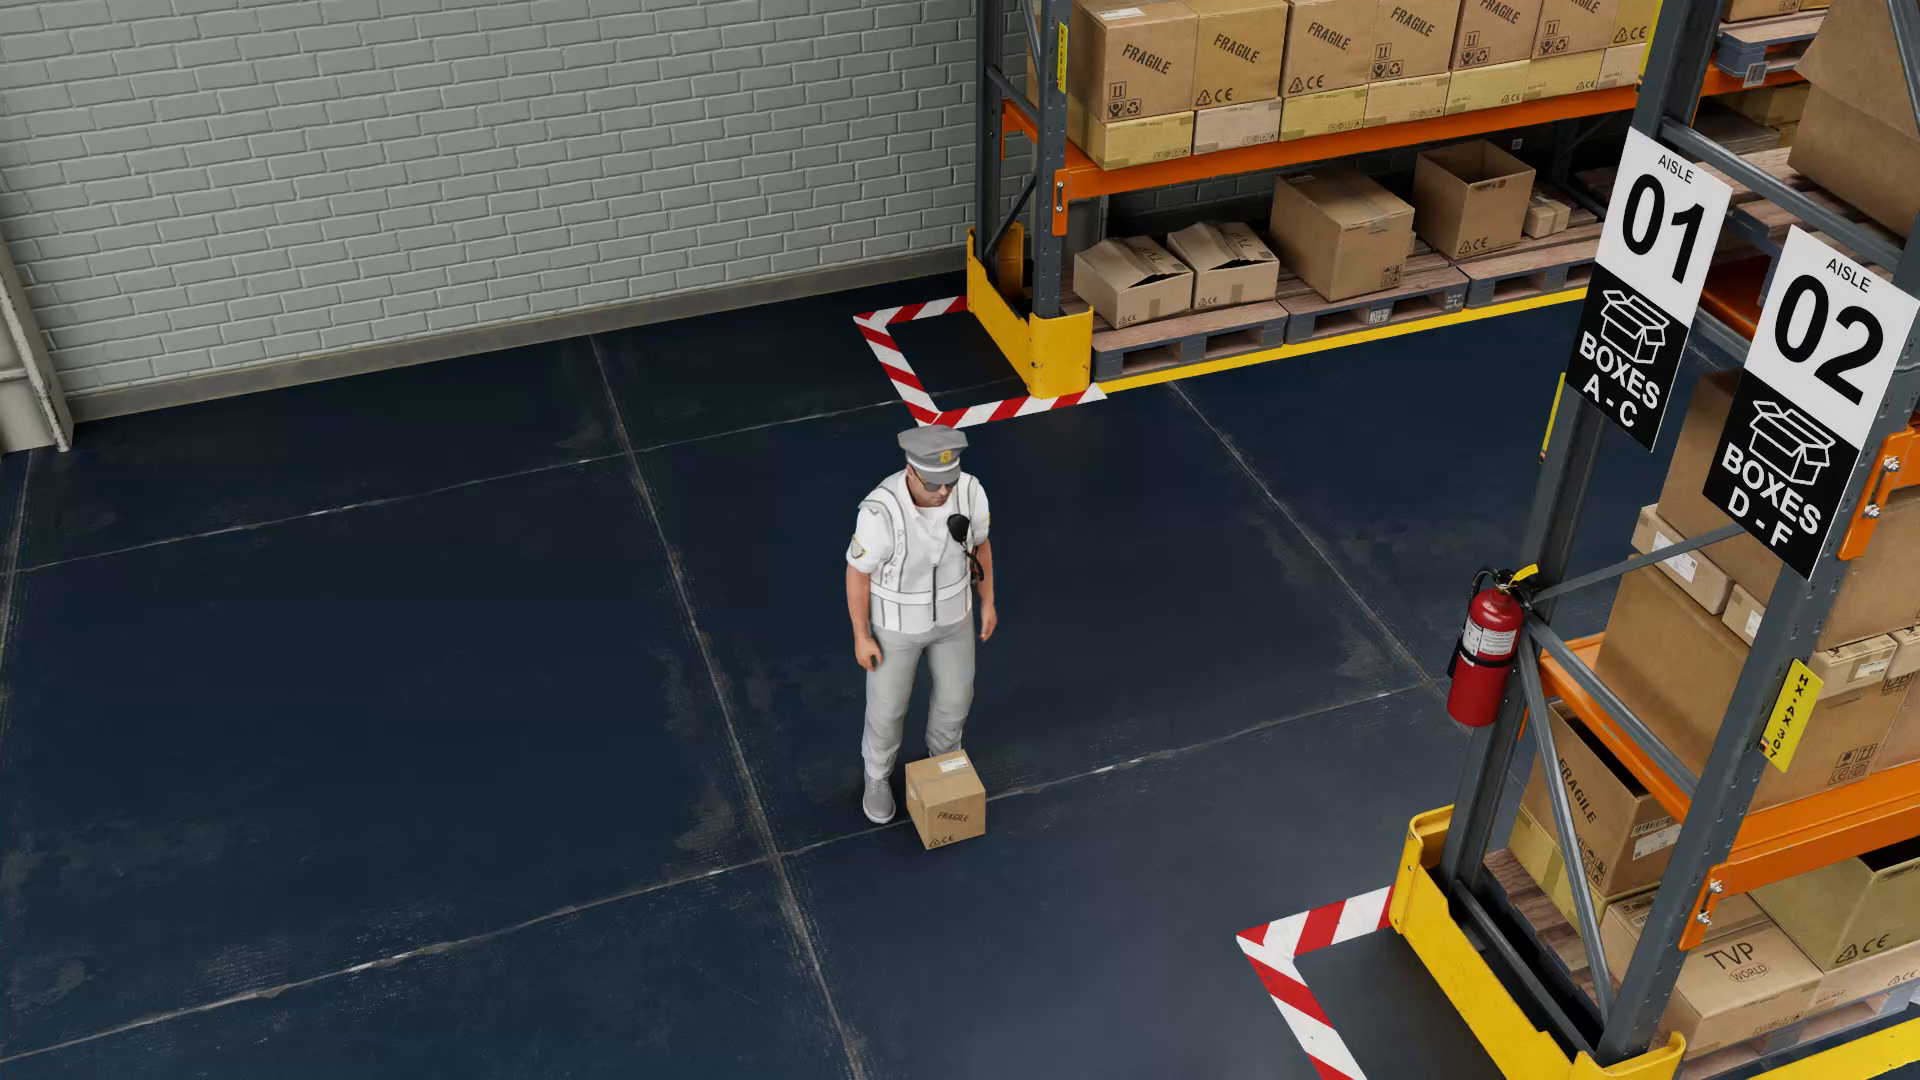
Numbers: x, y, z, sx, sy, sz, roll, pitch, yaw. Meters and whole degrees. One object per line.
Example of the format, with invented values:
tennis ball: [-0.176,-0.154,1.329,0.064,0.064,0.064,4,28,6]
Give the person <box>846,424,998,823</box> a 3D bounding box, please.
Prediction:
person: [-0.153,0.284,6.406,0.605,1.751,0.427,-14,40,-18]
